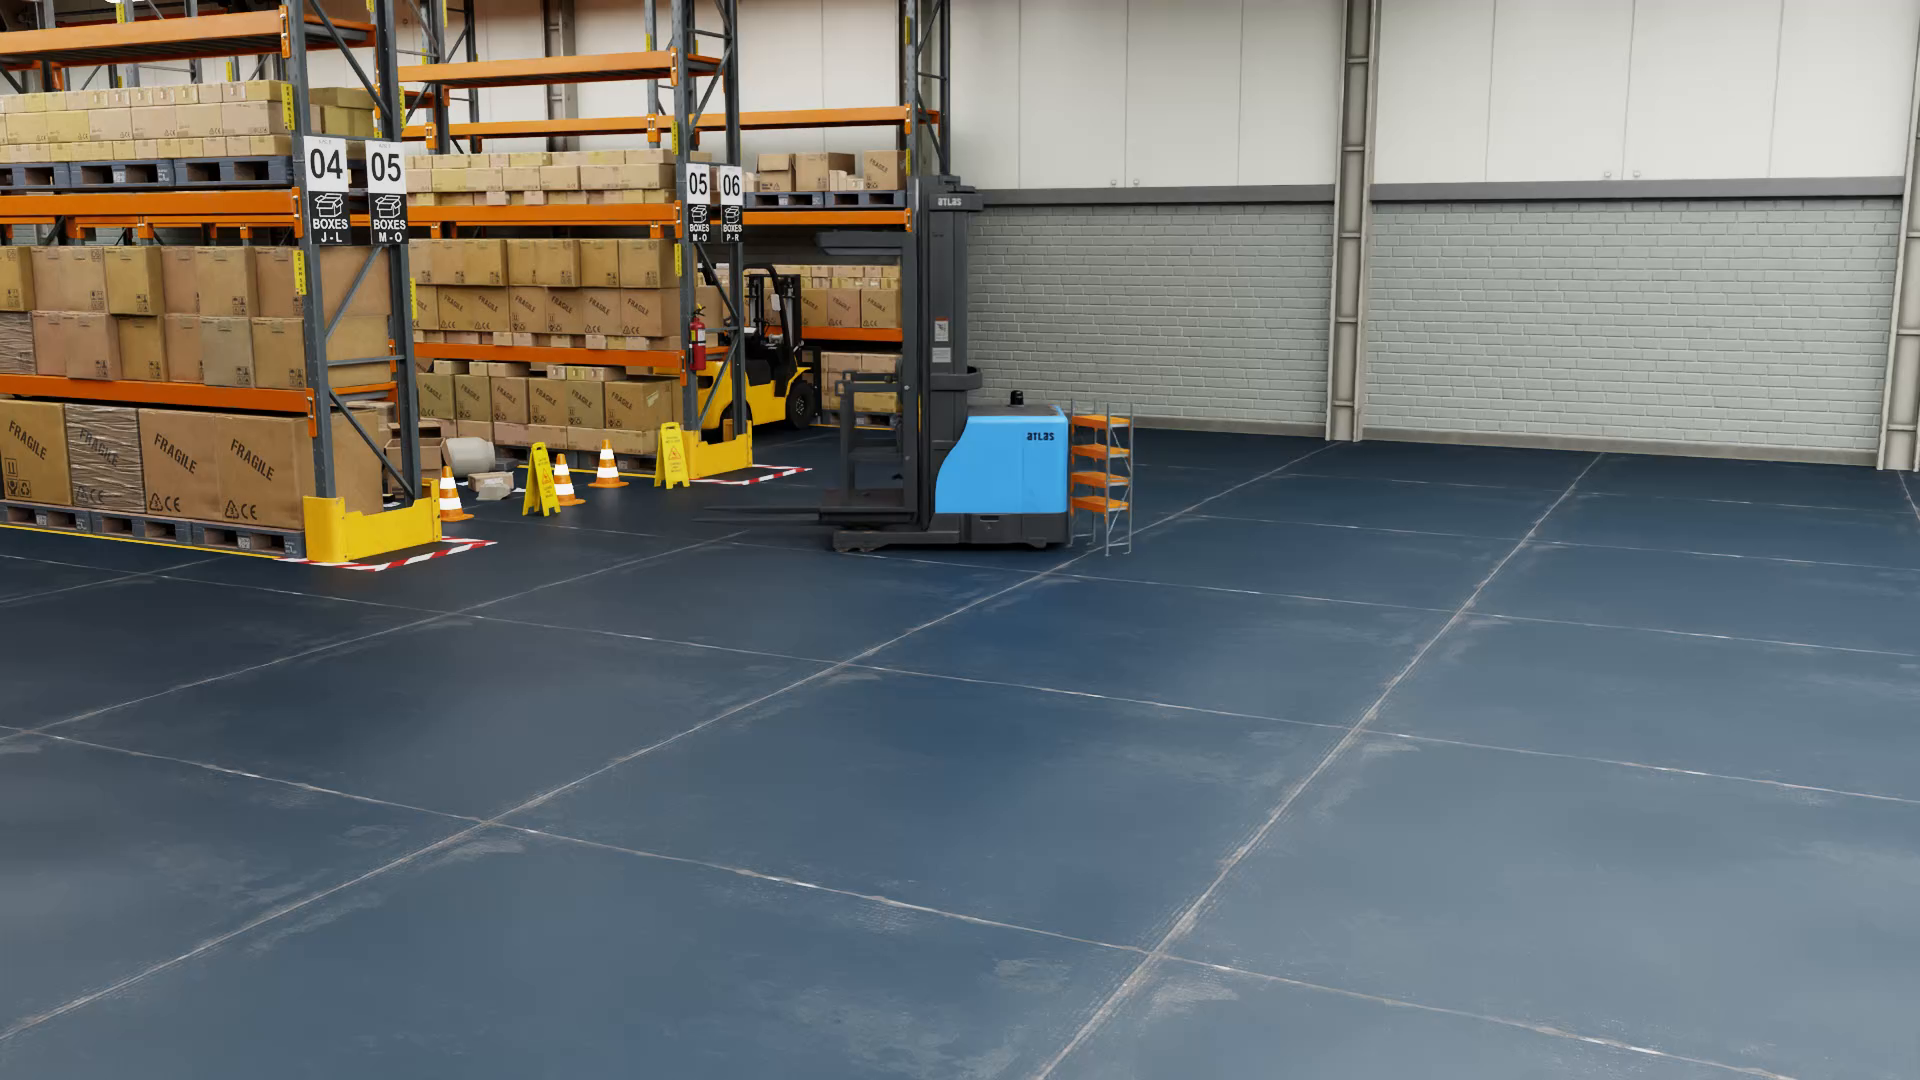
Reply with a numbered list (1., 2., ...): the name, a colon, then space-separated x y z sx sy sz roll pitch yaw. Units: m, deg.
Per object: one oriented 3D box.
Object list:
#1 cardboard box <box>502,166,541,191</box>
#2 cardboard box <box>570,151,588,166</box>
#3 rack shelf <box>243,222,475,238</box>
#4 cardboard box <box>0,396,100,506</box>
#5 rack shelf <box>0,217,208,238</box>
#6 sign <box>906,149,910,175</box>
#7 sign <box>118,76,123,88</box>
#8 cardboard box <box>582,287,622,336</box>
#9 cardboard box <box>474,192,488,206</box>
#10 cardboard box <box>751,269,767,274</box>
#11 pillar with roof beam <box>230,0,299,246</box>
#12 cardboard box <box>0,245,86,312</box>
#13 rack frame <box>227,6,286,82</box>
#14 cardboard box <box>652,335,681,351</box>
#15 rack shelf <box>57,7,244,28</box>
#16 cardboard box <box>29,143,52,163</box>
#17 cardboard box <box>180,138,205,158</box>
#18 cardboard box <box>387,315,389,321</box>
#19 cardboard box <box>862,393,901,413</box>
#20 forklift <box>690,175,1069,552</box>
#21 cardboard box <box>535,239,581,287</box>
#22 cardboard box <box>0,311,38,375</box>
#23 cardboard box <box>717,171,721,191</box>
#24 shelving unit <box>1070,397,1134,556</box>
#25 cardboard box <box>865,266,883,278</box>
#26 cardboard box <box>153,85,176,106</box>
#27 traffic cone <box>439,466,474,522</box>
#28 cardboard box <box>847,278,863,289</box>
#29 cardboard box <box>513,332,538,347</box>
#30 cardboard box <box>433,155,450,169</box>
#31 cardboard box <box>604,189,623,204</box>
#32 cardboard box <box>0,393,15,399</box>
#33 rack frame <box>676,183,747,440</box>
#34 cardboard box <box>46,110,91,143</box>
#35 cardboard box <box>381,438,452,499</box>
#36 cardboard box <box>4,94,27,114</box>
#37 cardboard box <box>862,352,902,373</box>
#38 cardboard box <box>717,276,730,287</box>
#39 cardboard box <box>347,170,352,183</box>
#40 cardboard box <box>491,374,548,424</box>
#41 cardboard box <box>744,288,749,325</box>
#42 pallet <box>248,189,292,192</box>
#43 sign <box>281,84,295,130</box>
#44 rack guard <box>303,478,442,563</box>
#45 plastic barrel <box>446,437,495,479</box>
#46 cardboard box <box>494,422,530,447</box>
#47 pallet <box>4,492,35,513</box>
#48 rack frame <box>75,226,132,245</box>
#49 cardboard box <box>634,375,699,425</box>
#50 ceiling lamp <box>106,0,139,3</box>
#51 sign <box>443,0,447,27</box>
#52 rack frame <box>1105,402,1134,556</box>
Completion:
1. cardboard box: -4.542 -3.866 17.832 0.500 0.250 0.500 5 11 26
2. cardboard box: -3.898 -4.017 17.548 0.250 0.149 0.380 5 11 26
3. rack shelf: -9.367 -4.904 26.000 4.000 0.370 1.077 5 11 26
4. cardboard box: -7.745 -0.818 14.613 0.875 0.875 0.875 5 11 27
5. rack shelf: -11.560 -4.111 21.618 4.000 0.370 1.077 5 11 26
6. sign: -0.651 -4.781 21.038 0.005 0.325 0.100 5 11 26
7. sign: -14.483 -7.831 28.665 0.005 0.325 0.100 5 11 26
8. cardboard box: -3.647 -2.435 17.647 0.500 0.500 0.500 5 11 26
9. cardboard box: -5.085 -3.724 18.168 0.250 0.149 0.380 5 11 24
10. cardboard box: -2.641 -3.662 22.606 0.250 0.149 0.380 5 11 26
11. pillar with roof beam: -13.291 -6.403 23.839 0.548 9.000 9.100 5 11 26
12. cardboard box: -7.963 -2.288 14.496 0.550 0.550 0.875 5 11 26
13. rack frame: -11.160 -6.891 26.540 0.127 3.000 1.000 5 11 26
14. cardboard box: -3.022 -2.072 17.464 0.250 0.149 0.380 5 12 28
15. rack shelf: -12.954 -8.330 27.179 4.000 0.370 1.077 5 11 26
16. cardboard box: -7.422 -3.183 13.717 0.250 0.149 0.380 5 11 25
17. cardboard box: -5.822 -3.043 12.942 0.250 0.149 0.380 5 11 26
18. cardboard box: -6.762 -2.595 19.174 0.250 0.149 0.380 5 11 27
19. cardboard box: -0.960 -1.834 21.983 0.500 0.250 0.500 5 11 26
20. forklift: -0.654 -1.441 13.462 3.031 2.935 1.130 0 10 -1
21. cardboard box: -4.100 -2.959 17.731 0.500 0.500 0.700 5 11 25
22. cardboard box: -7.942 -1.764 14.633 0.550 0.550 0.875 5 11 26
23. cardboard box: -3.348 -4.893 22.708 0.500 0.311 0.500 5 12 27
24. shelving unit: 1.119 -0.512 13.184 0.258 1.200 0.503 -6 12 -30
25. cardboard box: -1.048 -3.518 21.806 0.250 0.149 0.380 5 11 26
26. cardboard box: -6.053 -3.455 12.983 0.250 0.149 0.380 5 11 26
27. traffic cone: -4.539 -0.423 14.766 0.334 0.463 0.336 5 11 26
28. cardboard box: -1.282 -3.390 21.938 0.250 0.149 0.380 5 12 27
29. cardboard box: -4.657 -2.199 18.161 0.250 0.149 0.380 5 11 26
30. cardboard box: -5.562 -4.146 18.258 0.250 0.149 0.380 5 11 24
31. cardboard box: -3.496 -3.577 17.356 0.250 0.149 0.380 5 12 28
32. cardboard box: -12.762 -2.271 22.645 0.875 0.875 0.875 5 12 28
33. rack frame: -2.592 -2.201 17.467 0.127 3.000 1.000 5 11 26
34. cardboard box: -7.058 -3.359 13.573 0.500 0.250 0.500 5 11 25
35. cardboard box: -5.287 -0.706 16.220 0.637 0.503 0.797 -2 11 -14
36. cardboard box: -7.646 -3.595 13.756 0.250 0.149 0.380 5 11 25
37. cardboard box: -0.950 -2.326 21.893 0.500 0.250 0.500 5 12 28
38. cardboard box: -3.149 -3.543 22.780 0.250 0.149 0.380 5 12 27
39. cardboard box: -6.767 -4.148 19.044 0.500 0.250 0.500 5 11 25
40. cardboard box: -4.820 -1.568 18.405 0.500 0.500 0.500 6 12 29
41. cardboard box: -2.774 -3.203 22.727 0.500 0.500 0.500 5 11 25
42. pallet: -7.617 -4.046 19.770 1.003 0.211 1.213 5 11 26
43. sign: -4.944 -3.189 12.244 0.005 0.325 0.100 5 11 26
44. rack guard: -4.670 -0.170 13.268 0.348 0.500 1.175 5 11 26
45. plastic barrel: -5.114 -0.854 17.260 0.512 0.421 0.421 -4 11 -23
46. cardboard box: -4.809 -1.198 18.470 0.500 0.250 0.500 5 11 25
47. pallet: -9.004 -0.394 15.315 1.213 0.211 1.003 5 11 26
48. rack frame: -14.747 -4.255 28.816 0.127 3.000 1.000 5 11 26
49. cardboard box: -3.214 -1.533 18.213 0.500 0.500 0.500 5 11 24
50. ceiling lamp: -11.381 -9.347 23.716 2.000 3.185 0.800 5 11 26
51. sign: -5.922 -6.052 19.055 0.005 0.325 0.100 5 11 26
52. rack frame: 1.244 -0.475 12.977 0.240 1.200 0.015 -6 12 -30
